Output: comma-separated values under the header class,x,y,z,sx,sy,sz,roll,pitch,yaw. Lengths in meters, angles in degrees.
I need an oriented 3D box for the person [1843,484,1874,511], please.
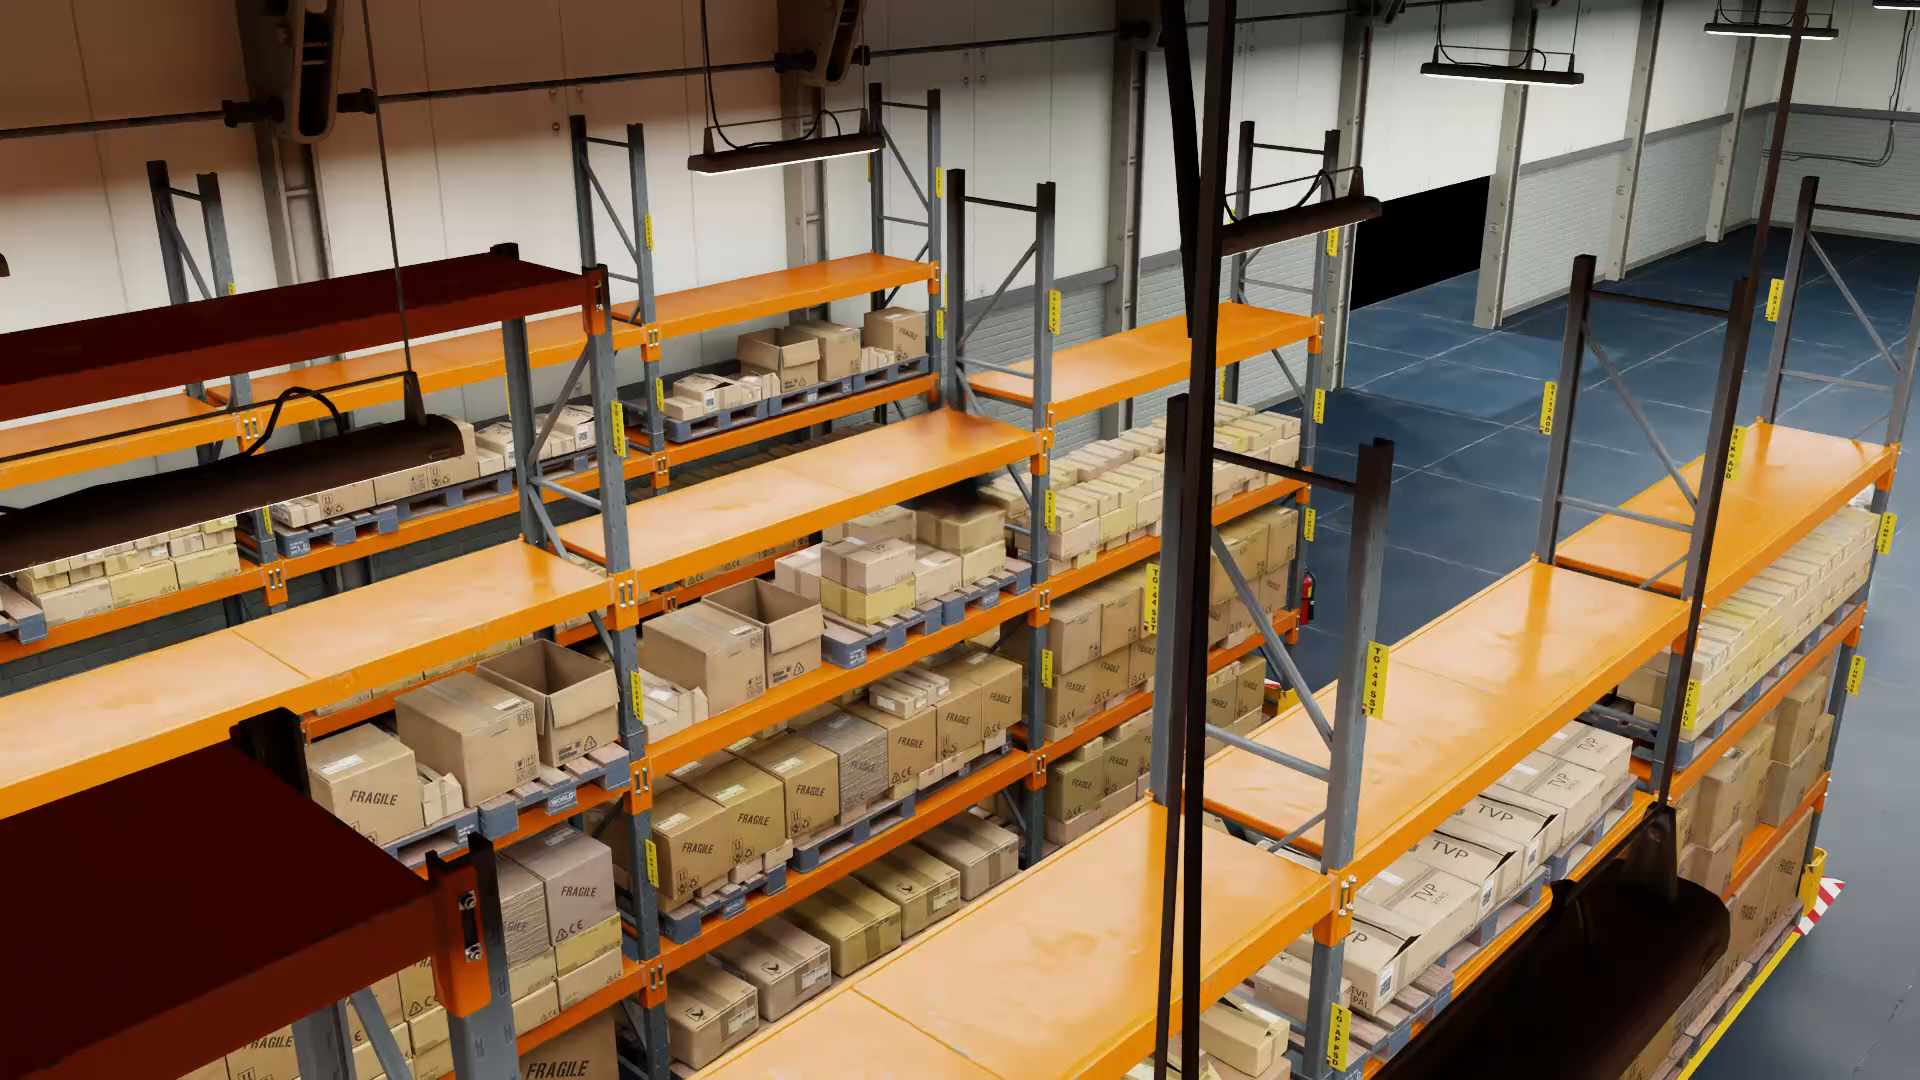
class,x,y,z,sx,sy,sz,roll,pitch,yaw
person,10.669,-0.145,20.028,0.608,1.665,0.880,-6,22,-15
